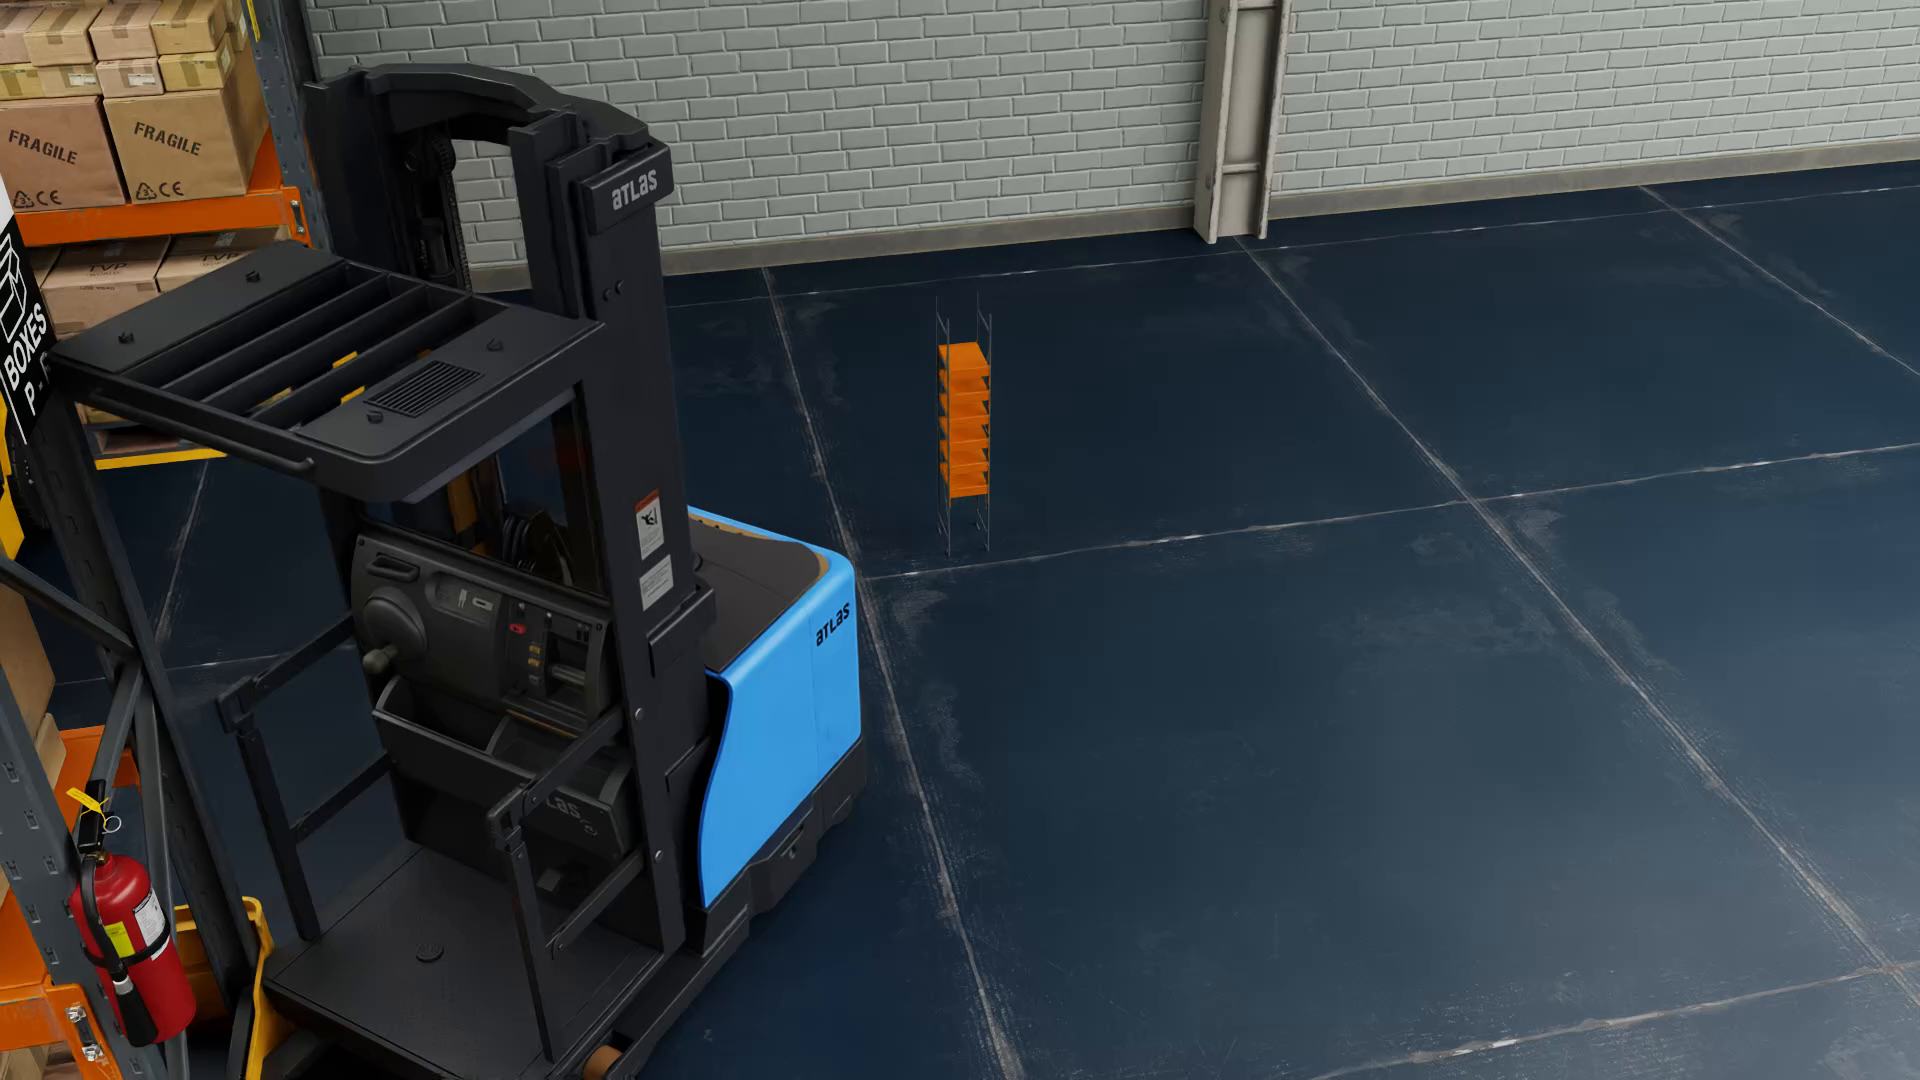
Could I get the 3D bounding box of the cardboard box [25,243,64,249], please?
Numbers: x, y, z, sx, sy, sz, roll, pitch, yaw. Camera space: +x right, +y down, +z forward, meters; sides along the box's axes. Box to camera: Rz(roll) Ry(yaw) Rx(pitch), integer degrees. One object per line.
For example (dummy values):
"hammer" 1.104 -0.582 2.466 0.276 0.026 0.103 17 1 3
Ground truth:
"cardboard box" -4.730 -1.464 8.434 0.500 0.250 0.500 -7 35 -11

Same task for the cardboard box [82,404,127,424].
"cardboard box" -4.118 -0.839 8.399 0.500 0.250 0.500 -7 35 -11

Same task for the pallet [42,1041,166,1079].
"pallet" -3.018 1.853 4.799 1.213 0.211 1.003 -7 35 -11

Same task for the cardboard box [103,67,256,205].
"cardboard box" -3.664 -1.930 7.845 0.500 0.500 0.500 -8 35 -12

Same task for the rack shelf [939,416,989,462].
"rack shelf" 0.014 -0.463 7.443 0.180 0.103 0.258 -7 35 -11

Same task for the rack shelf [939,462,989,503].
"rack shelf" 0.014 -0.264 7.577 0.180 0.103 0.258 -7 35 -11

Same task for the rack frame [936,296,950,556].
"rack frame" -0.075 -0.489 7.402 0.006 1.200 0.240 -7 35 -11

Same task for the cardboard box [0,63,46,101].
"cardboard box" -4.272 -2.137 7.571 0.250 0.149 0.380 -7 35 -11

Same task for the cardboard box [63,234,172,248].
"cardboard box" -4.239 -1.520 8.517 0.500 0.250 0.500 -7 35 -10

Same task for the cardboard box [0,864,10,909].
"cardboard box" -2.461 0.872 3.984 0.250 0.149 0.380 -6 34 -9

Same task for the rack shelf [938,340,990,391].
"rack shelf" 0.014 -0.762 7.242 0.180 0.103 0.258 -7 35 -11

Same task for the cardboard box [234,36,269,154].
"cardboard box" -3.787 -2.223 8.282 0.500 0.500 0.500 -6 34 -9

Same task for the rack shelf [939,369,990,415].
"rack shelf" 0.014 -0.662 7.309 0.180 0.103 0.258 -7 35 -11

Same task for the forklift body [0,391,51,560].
"forklift body" -4.689 -0.515 6.587 1.214 2.155 2.313 -7 35 -11

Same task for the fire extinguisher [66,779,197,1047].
"fire extinguisher" -1.930 0.874 3.825 0.183 0.674 0.296 -7 35 -11

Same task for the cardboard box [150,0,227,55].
"cardboard box" -3.545 -2.368 7.647 0.250 0.149 0.380 -7 35 -10

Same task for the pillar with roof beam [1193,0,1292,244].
"pillar with roof beam" 2.682 -3.385 4.718 0.400 9.000 9.100 -7 35 -11

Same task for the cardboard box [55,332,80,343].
"cardboard box" -4.140 -1.047 8.260 0.500 0.250 0.500 -8 35 -11

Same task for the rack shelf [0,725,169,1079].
"rack shelf" -4.094 1.150 3.990 4.000 0.370 1.077 -7 35 -11

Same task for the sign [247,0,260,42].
"sign" -3.136 -2.374 7.345 0.005 0.325 0.100 -7 35 -11

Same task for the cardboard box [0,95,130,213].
"cardboard box" -4.173 -1.871 7.757 0.500 0.500 0.500 -6 34 -9

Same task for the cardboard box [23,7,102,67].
"cardboard box" -4.028 -2.274 7.507 0.250 0.149 0.380 -6 34 -9

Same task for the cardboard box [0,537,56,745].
"cardboard box" -2.667 0.348 4.183 0.500 0.500 0.500 -8 35 -11

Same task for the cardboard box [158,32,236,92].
"cardboard box" -3.519 -2.208 7.676 0.250 0.149 0.380 -7 34 -10

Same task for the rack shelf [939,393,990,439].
"rack shelf" 0.014 -0.563 7.376 0.180 0.103 0.258 -7 35 -11

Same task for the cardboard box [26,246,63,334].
"cardboard box" -4.609 -1.180 8.010 0.500 0.250 0.500 -7 34 -10

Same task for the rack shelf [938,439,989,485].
"rack shelf" 0.014 -0.363 7.510 0.180 0.103 0.258 -7 35 -11

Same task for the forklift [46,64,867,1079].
"forklift" -1.491 0.327 4.632 1.130 2.935 3.031 17 37 23

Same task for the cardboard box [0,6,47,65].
"cardboard box" -4.287 -2.283 7.522 0.250 0.149 0.380 -7 34 -10

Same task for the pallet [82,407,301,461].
"pallet" -3.979 -0.817 8.778 1.213 0.211 1.003 -7 35 -11

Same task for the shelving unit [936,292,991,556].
"shelving unit" 0.014 -0.500 7.418 0.189 1.200 0.258 -7 35 -11

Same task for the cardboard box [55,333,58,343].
"cardboard box" -4.639 -0.972 8.148 0.500 0.250 0.500 -8 35 -12

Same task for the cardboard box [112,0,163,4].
"cardboard box" -3.890 -2.602 7.997 0.250 0.149 0.380 -6 34 -9

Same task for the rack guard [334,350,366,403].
"rack guard" -3.219 -1.057 8.876 0.348 0.500 1.175 -7 35 -11

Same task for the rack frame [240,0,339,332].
"rack frame" -3.242 -2.092 8.175 0.127 3.000 1.000 -7 35 -11

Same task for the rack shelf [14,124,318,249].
"rack shelf" -5.193 -1.547 8.009 4.000 0.370 1.077 -7 35 -11

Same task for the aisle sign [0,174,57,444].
"aisle sign" -2.152 -0.650 3.694 0.004 0.787 0.394 -7 35 -11

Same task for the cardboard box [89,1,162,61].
"cardboard box" -3.779 -2.320 7.577 0.250 0.149 0.380 -7 35 -10

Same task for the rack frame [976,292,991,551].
"rack frame" 0.103 -0.511 7.435 0.006 1.200 0.240 -7 35 -11

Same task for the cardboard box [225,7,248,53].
"cardboard box" -3.630 -2.502 8.115 0.250 0.149 0.380 -8 35 -12

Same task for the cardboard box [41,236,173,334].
"cardboard box" -4.119 -1.248 8.111 0.500 0.250 0.500 -7 34 -10

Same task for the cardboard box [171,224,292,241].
"cardboard box" -3.753 -1.583 8.611 0.500 0.250 0.500 -8 35 -11

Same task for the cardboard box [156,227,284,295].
"cardboard box" -3.623 -1.314 8.209 0.500 0.250 0.500 -6 34 -9

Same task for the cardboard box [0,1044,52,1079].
"cardboard box" -2.992 1.522 4.881 0.500 0.250 0.500 -7 35 -11

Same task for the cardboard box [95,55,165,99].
"cardboard box" -3.761 -2.160 7.605 0.250 0.149 0.380 -7 34 -10

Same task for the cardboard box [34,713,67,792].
"cardboard box" -2.521 0.639 4.331 0.250 0.149 0.380 -7 35 -10

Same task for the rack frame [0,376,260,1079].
"rack frame" -2.144 0.605 4.156 0.127 3.000 1.000 -7 35 -11

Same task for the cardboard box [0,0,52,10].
"cardboard box" -4.379 -2.525 7.882 0.250 0.149 0.380 -7 34 -10

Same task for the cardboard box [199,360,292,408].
"cardboard box" -3.631 -0.895 8.483 0.500 0.250 0.500 -7 34 -10

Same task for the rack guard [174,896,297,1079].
"rack guard" -2.218 1.653 4.838 0.348 0.500 1.175 -7 35 -11

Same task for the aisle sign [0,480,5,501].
"aisle sign" -2.019 -0.324 3.208 0.004 0.787 0.394 -7 35 -11

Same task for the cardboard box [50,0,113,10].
"cardboard box" -4.134 -2.547 7.915 0.250 0.149 0.380 -7 34 -10

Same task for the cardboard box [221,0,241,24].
"cardboard box" -3.617 -2.601 7.995 0.250 0.149 0.380 -8 35 -11

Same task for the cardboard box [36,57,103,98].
"cardboard box" -4.028 -2.162 7.607 0.250 0.149 0.380 -7 34 -10

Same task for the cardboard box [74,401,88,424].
"cardboard box" -4.608 -0.782 8.315 0.500 0.250 0.500 -7 34 -10
